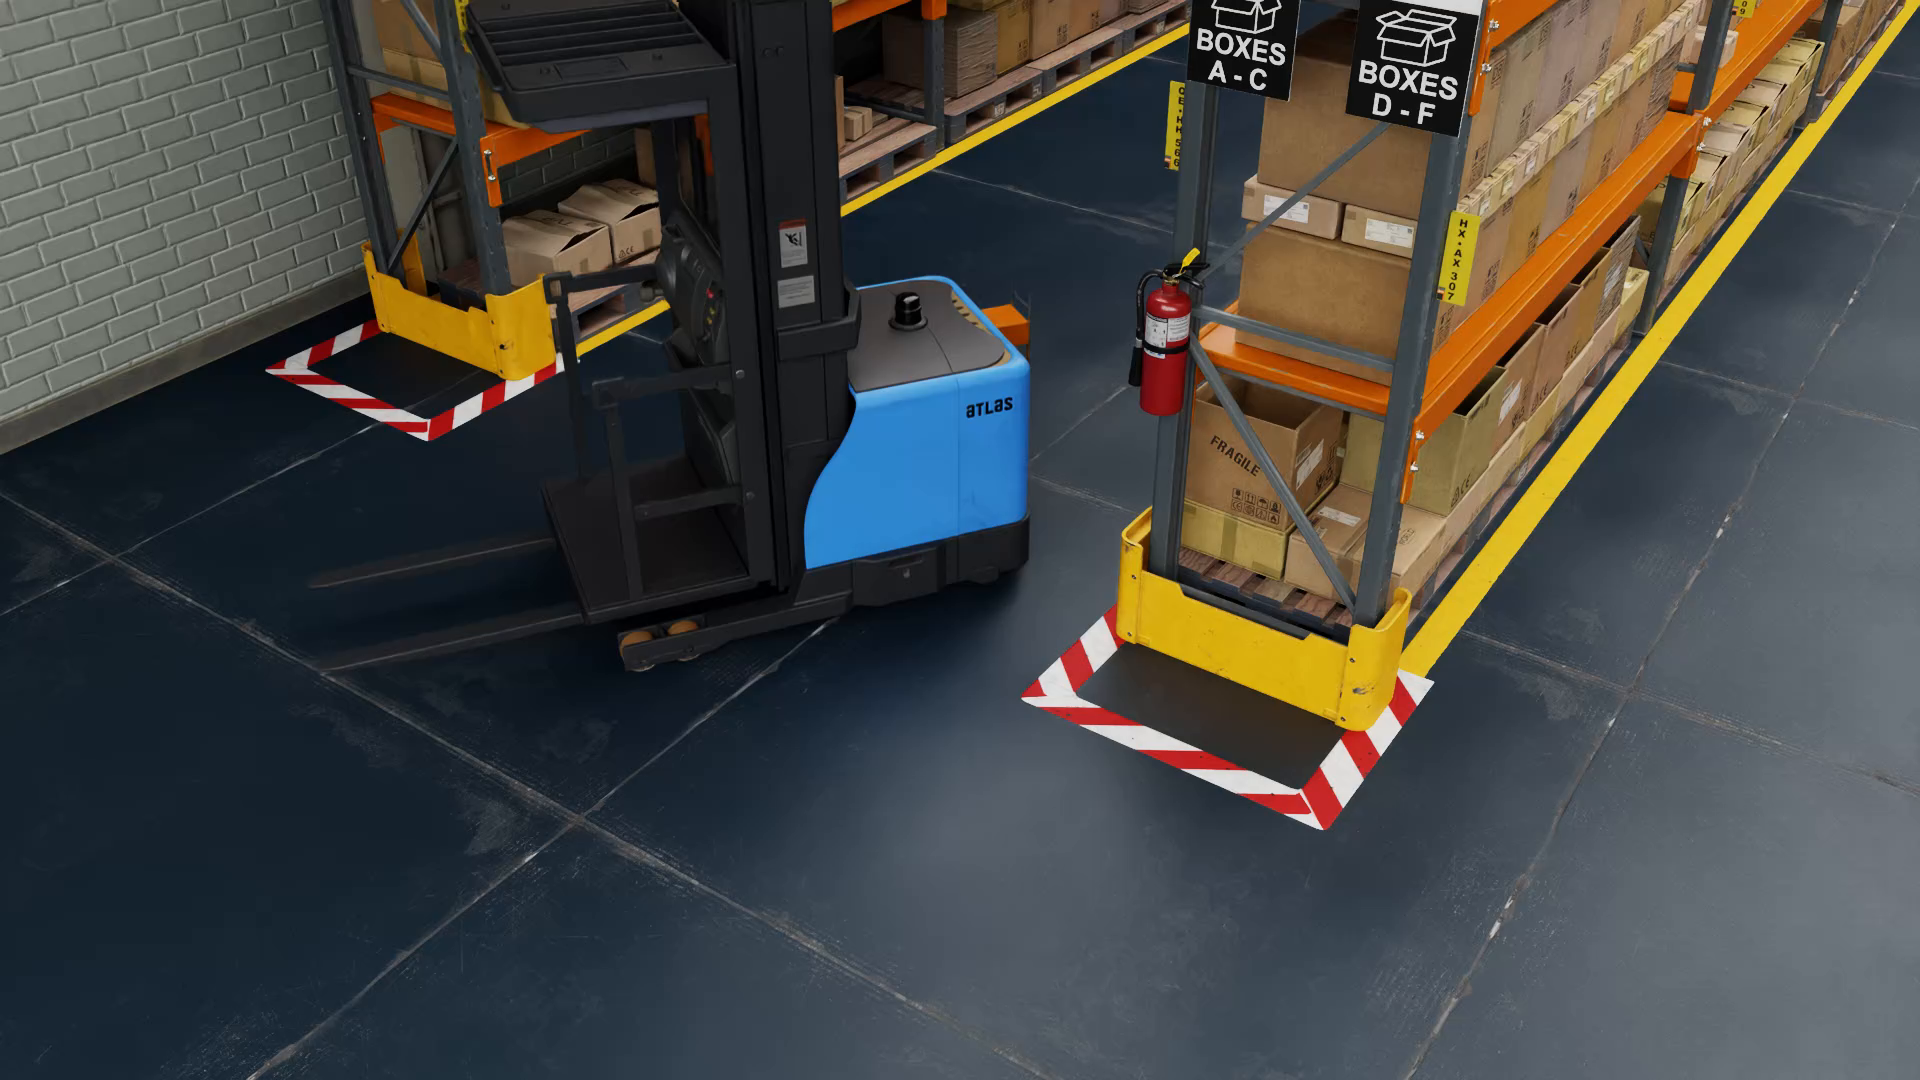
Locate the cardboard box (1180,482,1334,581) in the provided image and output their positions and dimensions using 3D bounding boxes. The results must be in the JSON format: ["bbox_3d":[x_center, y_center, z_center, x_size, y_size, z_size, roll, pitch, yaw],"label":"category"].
[{"bbox_3d":[1.300,-0.118,7.327,0.500,0.250,0.500,21,39,28],"label":"cardboard box"}]

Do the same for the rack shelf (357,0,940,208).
[{"bbox_3d":[-1.695,-2.945,10.070,1.077,0.370,4.000,21,39,28],"label":"rack shelf"}]

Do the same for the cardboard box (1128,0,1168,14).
[{"bbox_3d":[1.359,-4.803,14.014,0.700,0.500,0.500,22,40,29],"label":"cardboard box"}]

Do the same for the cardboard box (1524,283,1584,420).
[{"bbox_3d":[2.583,-0.953,7.892,0.500,0.500,0.500,21,39,28],"label":"cardboard box"}]

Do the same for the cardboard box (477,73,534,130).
[{"bbox_3d":[-2.296,-2.392,8.726,0.500,0.250,0.500,20,39,27],"label":"cardboard box"}]

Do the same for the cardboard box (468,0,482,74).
[{"bbox_3d":[-2.316,-2.703,8.516,0.500,0.500,0.500,21,39,28],"label":"cardboard box"}]

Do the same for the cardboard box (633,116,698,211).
[{"bbox_3d":[-1.582,-2.343,10.376,0.700,0.500,0.500,19,38,25],"label":"cardboard box"}]

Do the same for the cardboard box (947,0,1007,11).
[{"bbox_3d":[0.100,-4.169,12.406,0.500,0.250,0.500,20,39,27],"label":"cardboard box"}]

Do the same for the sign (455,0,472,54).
[{"bbox_3d":[-2.389,-2.508,8.008,0.100,0.325,0.005,21,39,28],"label":"sign"}]

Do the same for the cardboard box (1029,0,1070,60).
[{"bbox_3d":[0.429,-4.130,13.018,0.700,0.500,0.500,22,40,29],"label":"cardboard box"}]

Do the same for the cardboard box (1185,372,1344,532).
[{"bbox_3d":[1.298,-0.430,7.118,0.500,0.500,0.500,21,39,28],"label":"cardboard box"}]

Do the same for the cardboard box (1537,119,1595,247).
[{"bbox_3d":[2.394,-1.708,7.508,0.700,0.500,0.500,23,40,30],"label":"cardboard box"}]

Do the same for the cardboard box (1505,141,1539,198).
[{"bbox_3d":[2.075,-1.516,6.646,0.380,0.149,0.250,21,39,28],"label":"cardboard box"}]

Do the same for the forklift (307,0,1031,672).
[{"bbox_3d":[-1.258,-1.003,6.616,3.031,2.935,1.130,-13,36,-18],"label":"forklift"}]

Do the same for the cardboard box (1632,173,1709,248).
[{"bbox_3d":[3.958,-1.961,9.551,0.500,0.311,0.500,21,40,28],"label":"cardboard box"}]

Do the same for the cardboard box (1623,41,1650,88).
[{"bbox_3d":[2.957,-2.232,7.704,0.380,0.149,0.250,21,39,28],"label":"cardboard box"}]

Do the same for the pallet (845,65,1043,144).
[{"bbox_3d":[-0.112,-3.367,12.541,1.003,0.211,1.213,21,39,28],"label":"pallet"}]

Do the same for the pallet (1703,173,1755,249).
[{"bbox_3d":[4.600,-2.343,11.027,1.003,0.211,1.213,21,39,28],"label":"pallet"}]

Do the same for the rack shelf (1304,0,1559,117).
[{"bbox_3d":[2.377,-2.607,6.892,1.077,0.370,4.000,21,39,28],"label":"rack shelf"}]

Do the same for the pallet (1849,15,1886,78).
[{"bbox_3d":[6.951,-4.159,13.712,1.003,0.211,1.213,21,39,28],"label":"pallet"}]

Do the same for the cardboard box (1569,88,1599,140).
[{"bbox_3d":[2.514,-1.871,7.171,0.380,0.149,0.250,22,40,29],"label":"cardboard box"}]

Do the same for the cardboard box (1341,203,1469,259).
[{"bbox_3d":[1.637,-1.164,6.125,0.380,0.149,0.250,21,39,28],"label":"cardboard box"}]

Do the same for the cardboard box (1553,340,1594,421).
[{"bbox_3d":[2.866,-0.873,8.443,0.500,0.250,0.500,21,39,28],"label":"cardboard box"}]

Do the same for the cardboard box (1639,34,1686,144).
[{"bbox_3d":[3.270,-2.418,8.559,0.700,0.500,0.500,20,39,27],"label":"cardboard box"}]

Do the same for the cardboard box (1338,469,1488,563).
[{"bbox_3d":[2.007,-0.184,7.424,0.500,0.250,0.500,21,39,28],"label":"cardboard box"}]

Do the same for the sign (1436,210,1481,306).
[{"bbox_3d":[1.689,-0.954,5.639,0.100,0.325,0.005,21,39,28],"label":"sign"}]

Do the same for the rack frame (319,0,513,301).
[{"bbox_3d":[-2.835,-2.323,8.507,1.000,3.000,0.127,21,39,28],"label":"rack frame"}]

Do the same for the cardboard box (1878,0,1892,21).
[{"bbox_3d":[7.458,-4.637,13.768,0.500,0.500,0.500,22,40,29],"label":"cardboard box"}]

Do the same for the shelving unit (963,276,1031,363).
[{"bbox_3d":[0.168,-0.705,7.855,0.252,1.050,0.215,-13,36,-18],"label":"shelving unit"}]

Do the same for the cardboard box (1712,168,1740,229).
[{"bbox_3d":[4.537,-2.199,10.403,0.500,0.250,0.500,20,39,27],"label":"cardboard box"}]

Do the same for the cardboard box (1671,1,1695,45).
[{"bbox_3d":[3.396,-2.586,8.229,0.380,0.149,0.250,20,39,27],"label":"cardboard box"}]

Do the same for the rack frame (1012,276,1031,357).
[{"bbox_3d":[0.281,-0.731,7.893,0.008,1.050,0.200,-13,36,-18],"label":"rack frame"}]

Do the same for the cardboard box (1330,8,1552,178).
[{"bbox_3d":[1.839,-1.800,6.487,0.700,0.500,0.500,20,39,27],"label":"cardboard box"}]

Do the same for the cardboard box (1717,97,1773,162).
[{"bbox_3d":[4.833,-2.669,10.598,0.500,0.311,0.500,22,40,29],"label":"cardboard box"}]

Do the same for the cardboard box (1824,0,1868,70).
[{"bbox_3d":[6.586,-3.932,12.725,0.500,0.500,0.500,20,39,27],"label":"cardboard box"}]

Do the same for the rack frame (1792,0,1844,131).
[{"bbox_3d":[5.798,-4.424,11.614,1.000,3.000,0.127,21,39,28],"label":"rack frame"}]

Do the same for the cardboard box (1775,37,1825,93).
[{"bbox_3d":[5.702,-3.371,11.637,0.500,0.311,0.500,22,40,29],"label":"cardboard box"}]

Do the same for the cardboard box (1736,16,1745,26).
[{"bbox_3d":[4.555,-3.446,10.078,0.500,0.500,0.500,21,39,28],"label":"cardboard box"}]

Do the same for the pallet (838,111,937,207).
[{"bbox_3d":[-0.908,-2.688,11.537,1.003,0.211,1.213,21,39,28],"label":"pallet"}]

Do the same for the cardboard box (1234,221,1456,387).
[{"bbox_3d":[1.513,-0.994,6.454,0.700,0.500,0.500,21,39,28],"label":"cardboard box"}]

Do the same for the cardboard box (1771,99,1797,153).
[{"bbox_3d":[5.408,-2.900,11.441,0.500,0.250,0.500,21,39,28],"label":"cardboard box"}]

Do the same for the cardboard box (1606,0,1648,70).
[{"bbox_3d":[2.696,-2.492,7.511,0.700,0.500,0.500,21,39,28],"label":"cardboard box"}]

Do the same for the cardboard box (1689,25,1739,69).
[{"bbox_3d":[4.191,-2.821,9.469,0.380,0.149,0.250,21,39,28],"label":"cardboard box"}]

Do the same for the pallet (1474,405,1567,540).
[{"bbox_3d":[2.335,-0.512,8.318,1.003,0.211,1.213,21,39,28],"label":"pallet"}]
